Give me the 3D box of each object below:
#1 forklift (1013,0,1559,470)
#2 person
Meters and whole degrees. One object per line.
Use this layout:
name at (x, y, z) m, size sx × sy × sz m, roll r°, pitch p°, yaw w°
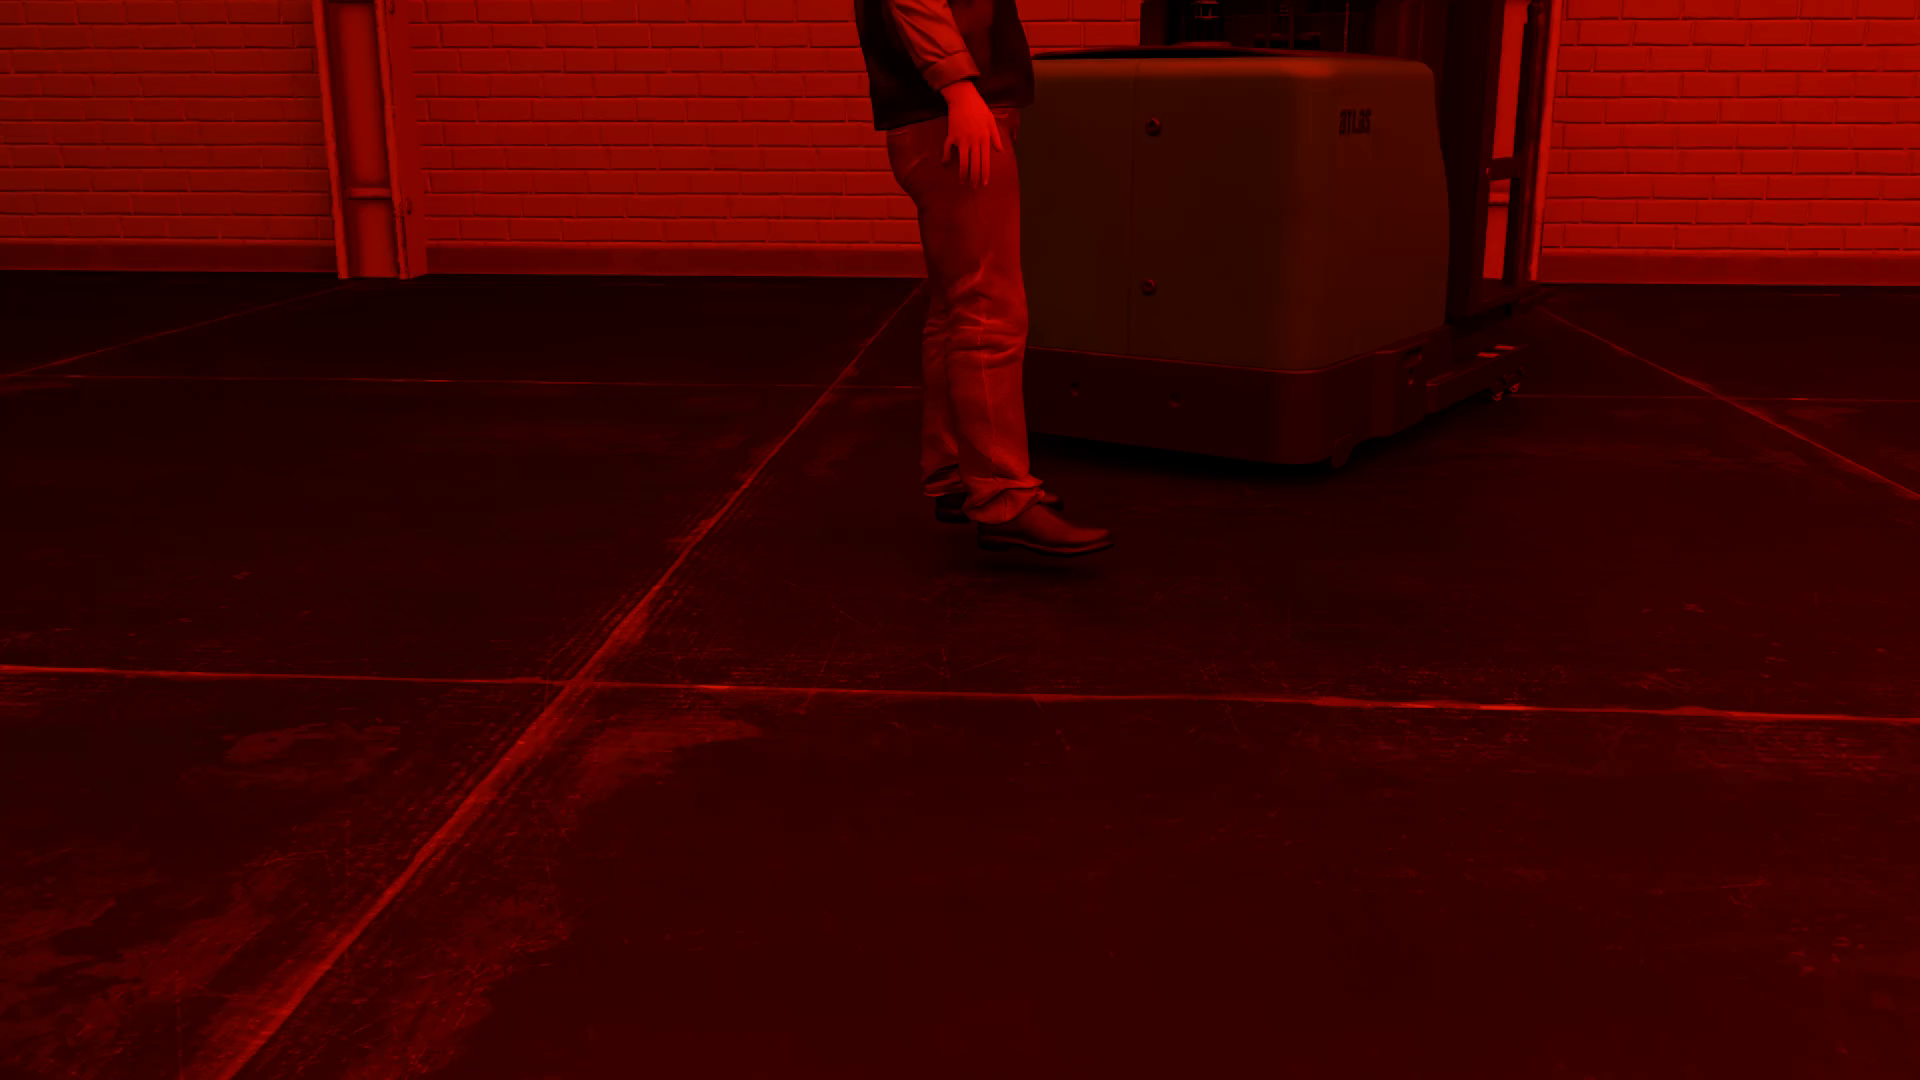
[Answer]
forklift at (1.284, -1.932, 5.335) m, size 1.130 × 2.935 × 3.031 m, roll 10°, pitch 18°, yaw 32°
person at (0.061, -0.874, 3.564) m, size 0.567 × 1.721 × 0.633 m, roll 1°, pitch 15°, yaw 4°
